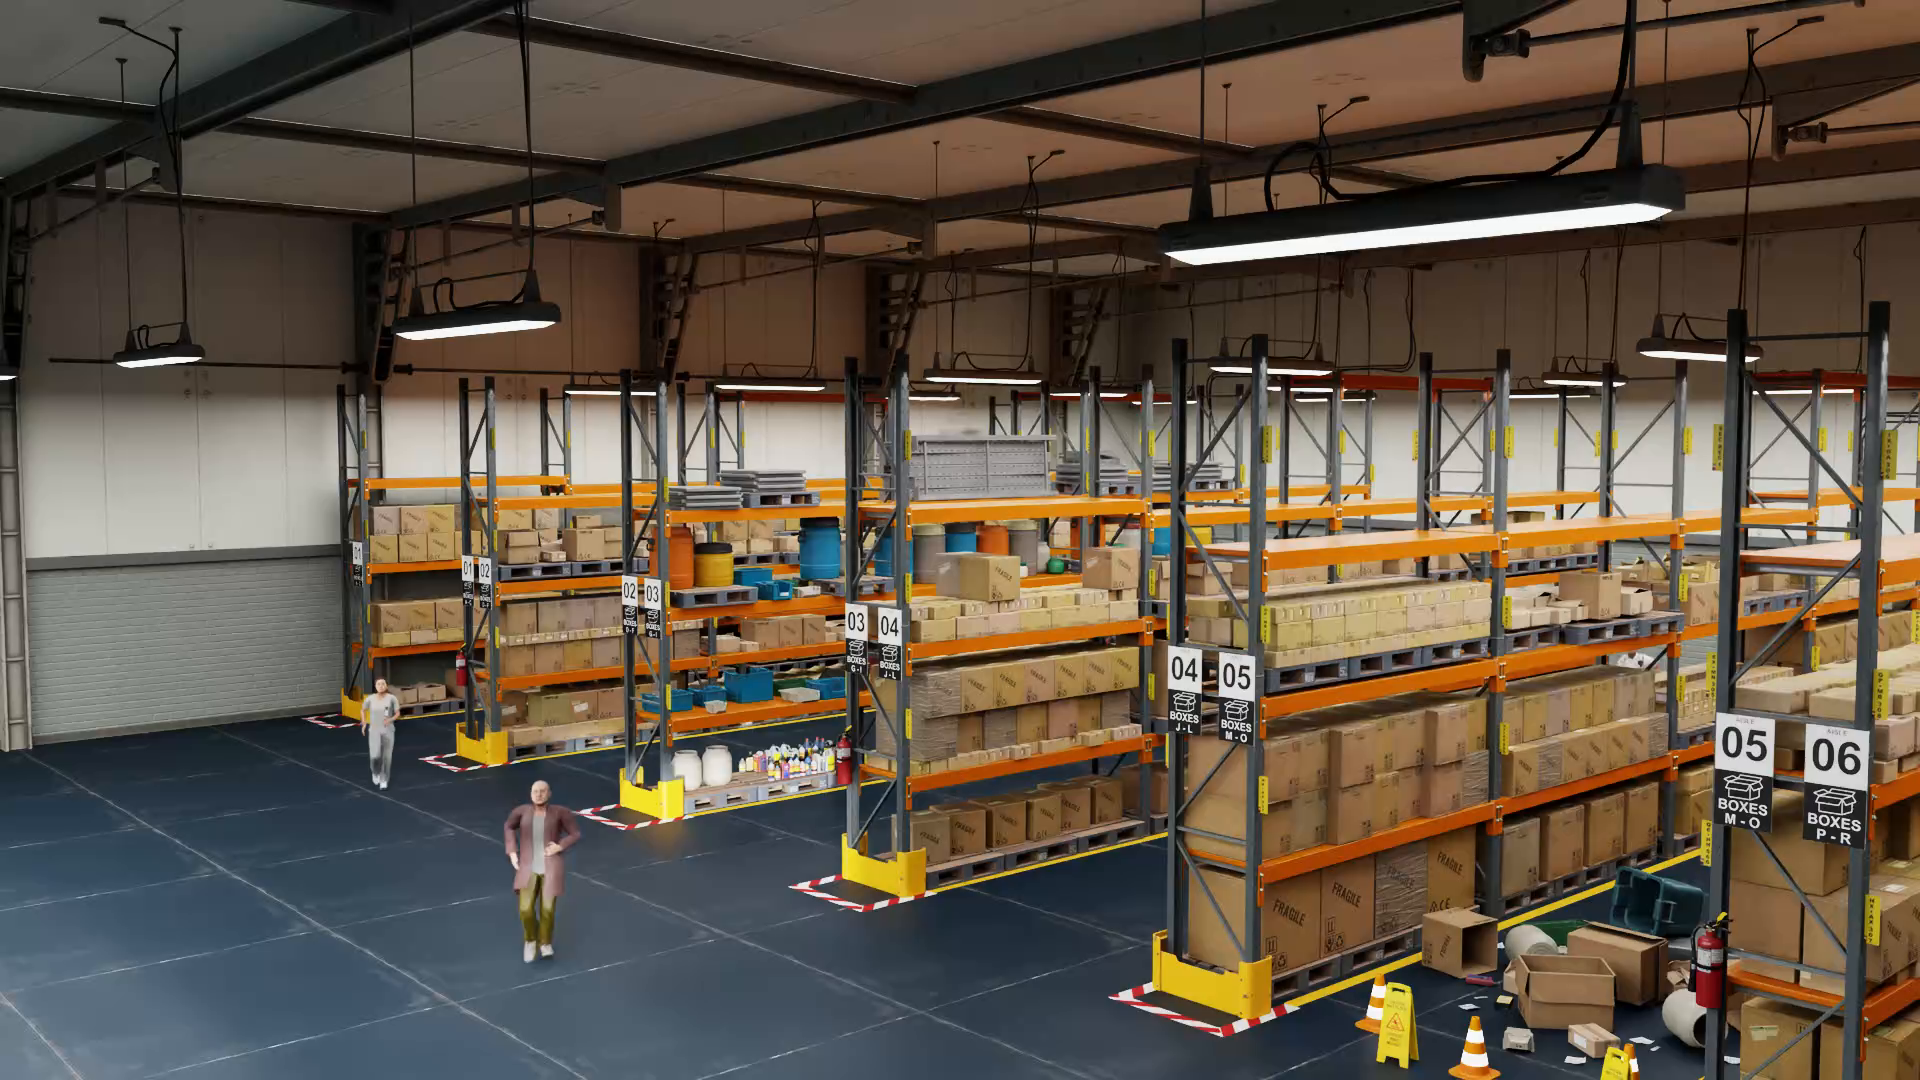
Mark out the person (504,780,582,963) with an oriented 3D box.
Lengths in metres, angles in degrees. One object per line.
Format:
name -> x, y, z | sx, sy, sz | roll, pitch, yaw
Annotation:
person -> -4.071, 3.220, 16.176 | 0.770, 1.776, 0.649 | 0, 4, -6

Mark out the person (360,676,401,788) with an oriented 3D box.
person -> -8.317, 2.774, 23.876 | 0.558, 1.629, 0.563 | -1, 4, -18

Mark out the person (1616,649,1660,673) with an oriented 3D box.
person -> 11.102, 2.513, 27.260 | 0.823, 1.829, 0.698 | -3, 5, -42
